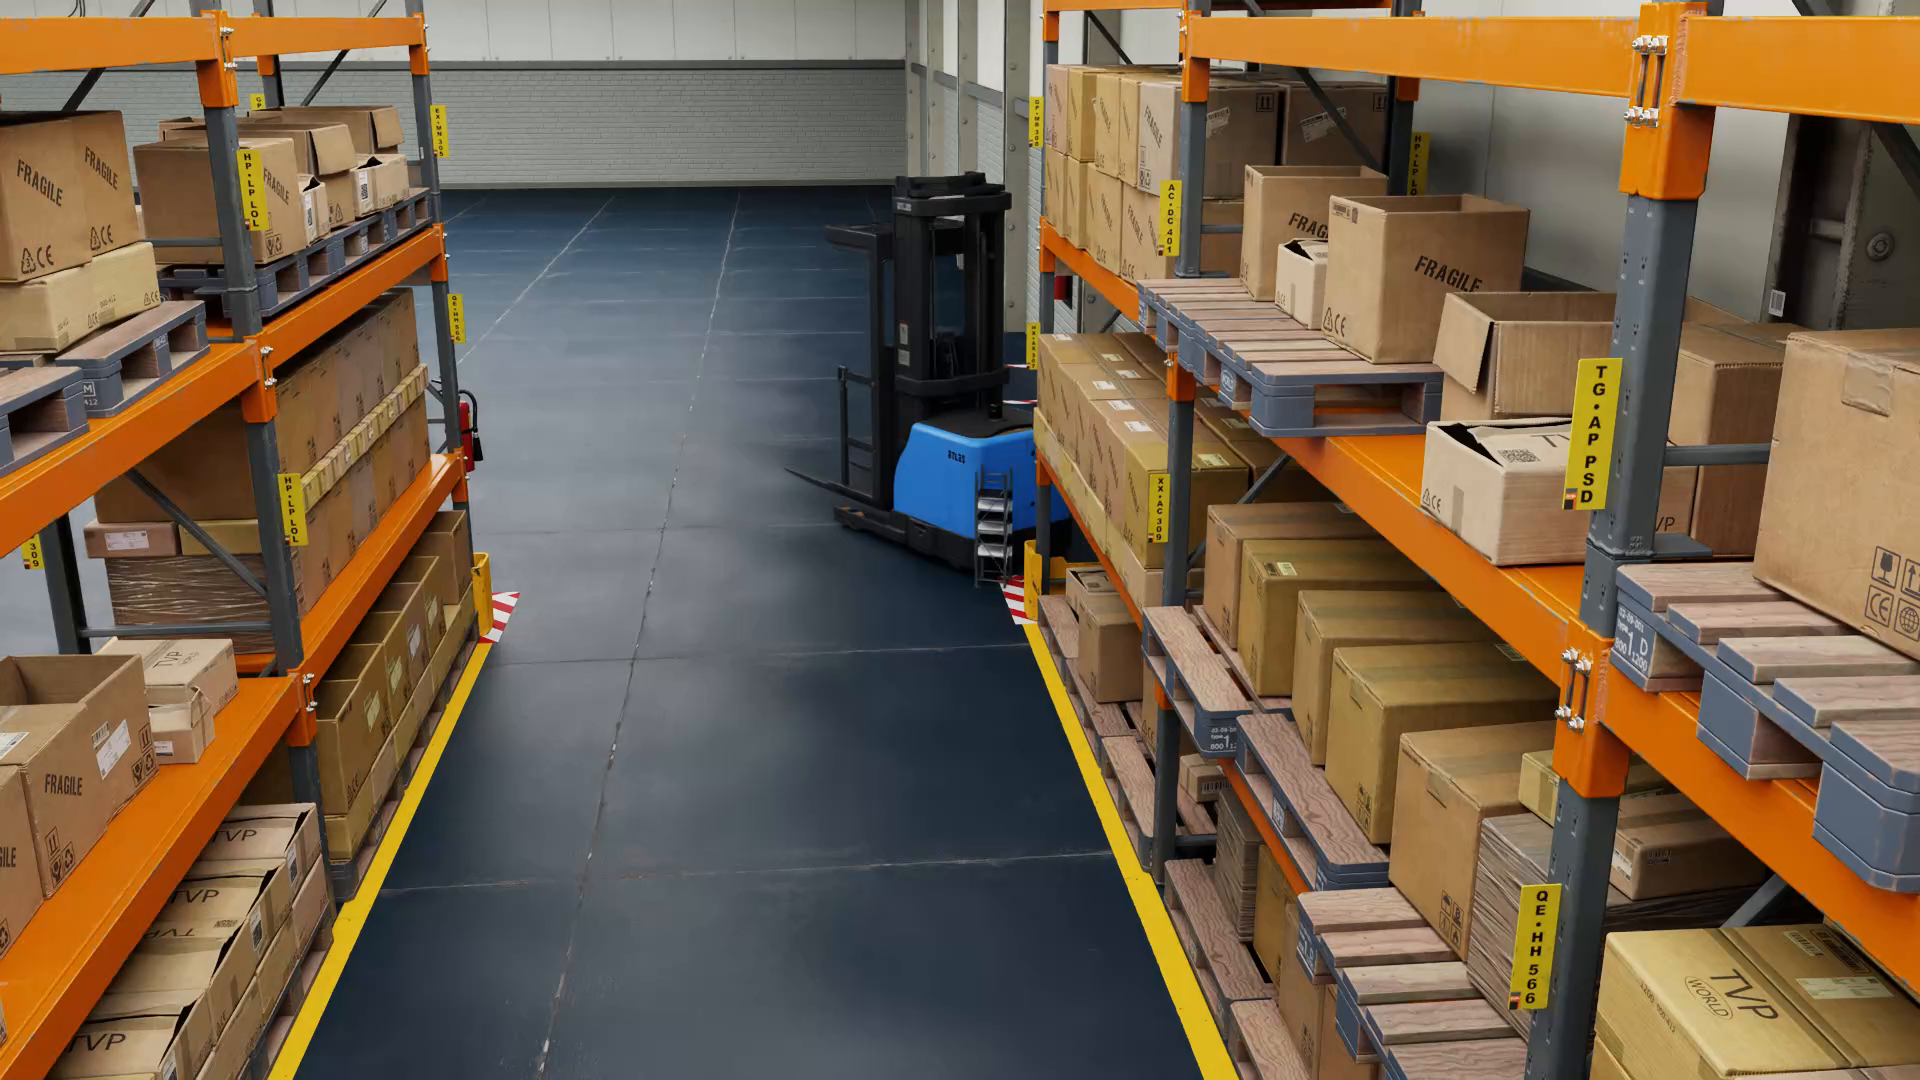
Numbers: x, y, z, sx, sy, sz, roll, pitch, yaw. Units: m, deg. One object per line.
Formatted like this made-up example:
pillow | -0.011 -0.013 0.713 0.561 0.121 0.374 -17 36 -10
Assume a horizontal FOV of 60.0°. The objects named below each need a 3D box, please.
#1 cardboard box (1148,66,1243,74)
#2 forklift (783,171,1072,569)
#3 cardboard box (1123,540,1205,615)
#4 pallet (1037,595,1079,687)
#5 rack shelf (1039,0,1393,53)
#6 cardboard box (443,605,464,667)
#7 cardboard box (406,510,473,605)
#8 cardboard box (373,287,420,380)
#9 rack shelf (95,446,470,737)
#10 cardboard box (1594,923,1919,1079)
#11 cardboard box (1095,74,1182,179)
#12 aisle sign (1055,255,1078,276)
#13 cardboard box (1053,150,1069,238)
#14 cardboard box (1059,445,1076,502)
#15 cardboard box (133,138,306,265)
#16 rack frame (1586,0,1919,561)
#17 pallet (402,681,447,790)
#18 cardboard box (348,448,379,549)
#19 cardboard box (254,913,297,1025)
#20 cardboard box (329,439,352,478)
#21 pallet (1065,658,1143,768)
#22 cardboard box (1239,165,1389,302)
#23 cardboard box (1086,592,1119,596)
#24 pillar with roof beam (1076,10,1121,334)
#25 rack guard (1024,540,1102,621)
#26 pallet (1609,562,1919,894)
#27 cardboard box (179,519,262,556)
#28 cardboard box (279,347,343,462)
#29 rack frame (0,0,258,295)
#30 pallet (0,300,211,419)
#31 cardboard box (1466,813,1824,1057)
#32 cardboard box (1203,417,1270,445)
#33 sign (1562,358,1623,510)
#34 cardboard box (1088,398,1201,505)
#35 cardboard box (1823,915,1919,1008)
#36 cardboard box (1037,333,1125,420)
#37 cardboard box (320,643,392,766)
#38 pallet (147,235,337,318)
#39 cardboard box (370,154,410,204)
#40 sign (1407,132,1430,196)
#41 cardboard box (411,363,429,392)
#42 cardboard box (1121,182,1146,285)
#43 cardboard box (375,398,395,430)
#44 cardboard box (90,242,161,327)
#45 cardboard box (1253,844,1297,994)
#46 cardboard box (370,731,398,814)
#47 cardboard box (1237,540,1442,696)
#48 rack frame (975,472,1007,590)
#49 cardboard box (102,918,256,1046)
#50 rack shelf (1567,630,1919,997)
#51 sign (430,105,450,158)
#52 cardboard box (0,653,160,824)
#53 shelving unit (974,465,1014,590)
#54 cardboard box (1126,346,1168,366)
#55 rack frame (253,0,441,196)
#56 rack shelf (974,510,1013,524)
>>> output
cardboard box | 1.421 -2.626 10.156 0.500 0.500 0.500 -1 17 -2
forklift | -0.409 -1.550 13.720 1.130 2.935 3.031 -13 22 -36
cardboard box | 1.112 0.179 8.316 0.500 0.250 0.500 -2 18 -6
pallet | 1.106 0.653 11.244 1.003 0.211 1.213 -2 18 -6
rack shelf | 1.256 -2.864 8.984 1.077 0.370 4.000 -2 18 -6
cardboard box | -3.465 0.622 10.577 0.500 0.250 0.500 -2 18 -6
cardboard box | -3.526 0.116 10.939 0.500 0.500 0.500 -2 18 -6
cardboard box | -3.836 -1.300 10.478 0.700 0.500 0.500 -2 18 -5
rack shelf | -3.671 0.150 9.391 1.077 0.370 4.000 -2 18 -6
cardboard box | 1.668 1.035 3.422 0.500 0.250 0.500 -1 17 -4
cardboard box | 1.009 -2.176 8.722 0.500 0.500 0.500 -2 18 -8
aisle sign | 0.744 -2.195 11.322 0.394 0.787 0.004 -2 18 -6
cardboard box | 0.855 -2.163 10.350 0.500 0.500 0.500 -1 17 -2
cardboard box | 0.898 -0.419 10.222 0.500 0.250 0.500 -2 18 -7
cardboard box | -3.254 -1.501 7.341 0.500 0.500 0.500 0 17 -1
rack frame | 1.875 -1.422 3.182 1.000 3.000 0.127 -2 18 -6
pallet | -3.634 1.131 9.722 1.003 0.211 1.213 -2 18 -6
cardboard box | -3.680 -0.236 9.253 0.700 0.500 0.500 -1 17 -4
cardboard box | -3.083 1.780 6.889 0.500 0.250 0.500 -2 18 -6
cardboard box | -3.437 -0.424 8.770 0.380 0.149 0.250 -2 18 -7
pallet | 1.229 1.016 10.089 1.003 0.211 1.213 -2 18 -6
cardboard box | 1.439 -1.265 6.823 0.500 0.500 0.500 1 17 2
cardboard box | 1.090 0.509 10.803 0.500 0.311 0.500 0 17 -1
pillar with roof beam | -2.919 -5.278 15.465 9.100 9.000 0.400 -2 18 -6
rack guard | 1.057 0.272 11.975 1.175 0.500 0.348 -2 18 -6
pallet | 1.994 0.290 3.054 1.213 0.211 1.003 -1 17 -3
cardboard box | -3.300 -0.040 7.548 0.380 0.149 0.250 -2 18 -6
cardboard box | -3.621 -0.695 8.551 0.700 0.500 0.500 -2 18 -6
rack frame | -3.465 -2.459 6.487 1.000 3.000 0.127 -2 18 -6
pallet | -3.361 -0.674 6.129 0.805 0.209 1.217 -2 18 -8
cardboard box | 1.816 1.043 4.445 0.700 0.500 0.500 -4 18 -12
cardboard box | 1.572 -0.348 8.742 0.500 0.500 0.500 -2 18 -6
sign | 1.335 -0.221 3.502 0.100 0.325 0.005 -2 18 -6
cardboard box | 1.007 -0.477 9.154 0.500 0.500 0.500 -2 18 -7
cardboard box | 2.179 1.011 3.501 0.500 0.250 0.500 -1 17 -4
cardboard box | 0.800 -1.087 11.097 0.500 0.500 0.500 -2 18 -6
cardboard box | -3.261 0.860 8.567 0.500 0.500 0.500 -2 18 -6
pallet | -3.579 -1.239 7.756 1.003 0.211 1.213 -2 18 -6
cardboard box | -3.496 -2.081 9.604 0.500 0.250 0.500 -2 18 -6
sign | 2.014 -1.635 7.349 0.100 0.325 0.005 -2 18 -6
cardboard box | -3.648 -1.038 10.726 0.380 0.149 0.250 -2 18 -7
cardboard box | 1.125 -1.533 8.345 0.500 0.500 0.500 -3 18 -10
cardboard box | -3.542 -0.731 9.747 0.380 0.149 0.250 -1 17 -4
cardboard box | -3.411 -0.973 6.310 0.500 0.250 0.500 0 17 0
cardboard box | 1.658 1.603 7.003 0.700 0.500 0.500 -2 18 -7
cardboard box | -3.258 1.218 8.679 0.500 0.250 0.500 -2 18 -6
cardboard box | 1.531 0.311 6.778 0.700 0.500 0.500 0 17 0
rack frame | 0.229 -0.065 12.381 0.240 0.900 0.006 4 19 13
cardboard box | -3.029 1.662 6.327 0.500 0.311 0.500 -2 18 -6
rack shelf | 2.081 0.949 1.841 1.077 0.370 4.000 -2 18 -6
sign | -3.336 -2.617 10.652 0.100 0.325 0.005 -2 18 -6
cardboard box | -3.347 0.742 6.140 0.500 0.500 0.500 -1 17 -2
shelving unit | 0.253 -0.096 12.474 0.258 0.900 0.210 4 19 13
cardboard box | 1.352 -0.954 10.675 0.500 0.500 0.500 -2 17 -5
rack frame | -3.877 -3.651 10.283 1.000 3.000 0.127 -2 18 -6
rack shelf | 0.253 -0.150 12.457 0.258 0.077 0.200 4 19 13
